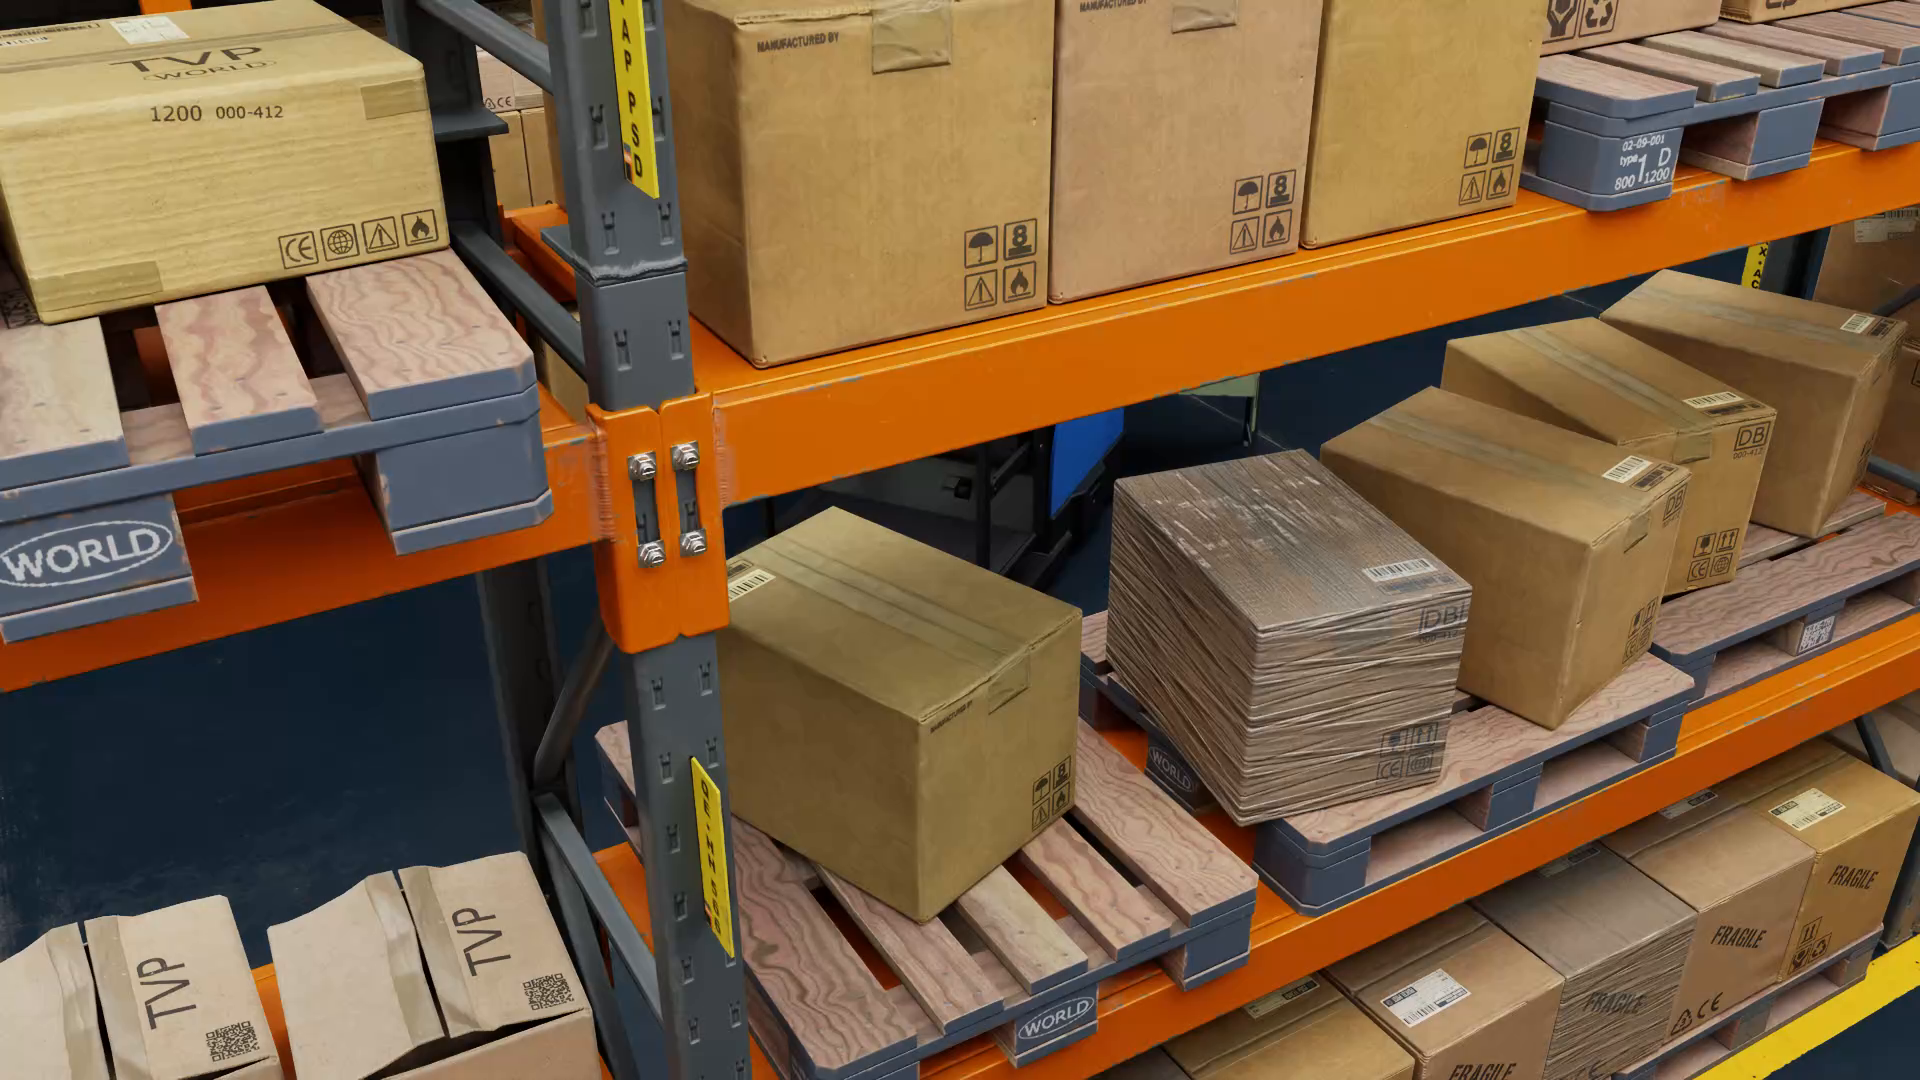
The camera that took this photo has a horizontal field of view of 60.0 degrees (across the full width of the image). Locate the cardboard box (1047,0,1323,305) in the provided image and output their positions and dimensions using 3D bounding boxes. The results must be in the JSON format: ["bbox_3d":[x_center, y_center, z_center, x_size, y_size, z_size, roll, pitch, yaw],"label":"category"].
[{"bbox_3d":[0.135,-0.835,2.951,0.500,0.500,0.910,-16,33,-26],"label":"cardboard box"}]

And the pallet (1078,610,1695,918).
[{"bbox_3d":[1.010,0.374,4.167,1.213,0.211,1.003,-16,33,-26],"label":"pallet"}]

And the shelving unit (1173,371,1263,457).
[{"bbox_3d":[1.110,-1.093,8.178,0.755,1.500,0.431,2,29,3],"label":"shelving unit"}]

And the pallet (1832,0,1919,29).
[{"bbox_3d":[2.187,-1.312,4.113,1.003,0.211,1.213,-16,33,-26],"label":"pallet"}]

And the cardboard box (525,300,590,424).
[{"bbox_3d":[-1.718,-0.875,8.021,0.750,0.750,0.750,-16,33,-27],"label":"cardboard box"}]

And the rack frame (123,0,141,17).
[{"bbox_3d":[-3.177,-1.295,6.992,0.127,3.000,1.000,-16,33,-26],"label":"rack frame"}]

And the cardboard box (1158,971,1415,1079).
[{"bbox_3d":[0.757,1.426,4.193,0.500,0.500,0.500,-16,33,-27],"label":"cardboard box"}]

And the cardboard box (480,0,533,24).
[{"bbox_3d":[-2.025,-2.275,7.559,0.500,0.250,0.500,-17,33,-28],"label":"cardboard box"}]

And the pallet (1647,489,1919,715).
[{"bbox_3d":[2.040,0.023,4.803,1.213,0.211,1.003,-16,33,-26],"label":"pallet"}]

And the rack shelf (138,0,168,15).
[{"bbox_3d":[-4.901,-1.804,5.554,4.000,0.370,1.077,-16,33,-26],"label":"rack shelf"}]

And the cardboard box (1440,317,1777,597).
[{"bbox_3d":[1.702,-0.222,4.509,0.500,0.500,0.700,-11,31,-19],"label":"cardboard box"}]

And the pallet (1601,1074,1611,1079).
[{"bbox_3d":[1.050,1.525,4.768,1.213,0.211,1.003,-16,33,-26],"label":"pallet"}]

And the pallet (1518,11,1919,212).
[{"bbox_3d":[1.294,-1.057,3.651,1.003,0.211,1.213,-16,33,-26],"label":"pallet"}]

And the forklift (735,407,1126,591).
[{"bbox_3d":[-0.253,-1.007,6.542,1.130,2.935,3.031,12,31,21],"label":"forklift"}]

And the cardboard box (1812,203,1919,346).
[{"bbox_3d":[3.090,-0.925,5.183,0.500,0.500,0.500,-16,33,-26],"label":"cardboard box"}]

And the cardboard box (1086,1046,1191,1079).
[{"bbox_3d":[0.322,1.547,3.975,0.500,0.500,0.500,-17,33,-28],"label":"cardboard box"}]

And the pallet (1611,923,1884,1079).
[{"bbox_3d":[2.103,1.224,5.313,1.213,0.211,1.003,-16,33,-26],"label":"pallet"}]

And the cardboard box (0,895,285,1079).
[{"bbox_3d":[-1.533,0.945,3.025,0.500,0.311,0.500,-16,33,-27],"label":"cardboard box"}]

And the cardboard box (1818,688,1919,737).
[{"bbox_3d":[3.132,0.433,5.993,0.500,0.500,0.500,-16,33,-26],"label":"cardboard box"}]

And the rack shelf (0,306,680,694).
[{"bbox_3d":[-2.388,0.259,1.816,4.000,0.370,1.077,-16,33,-26],"label":"rack shelf"}]

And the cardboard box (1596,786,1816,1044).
[{"bbox_3d":[2.074,1.048,4.878,0.500,0.500,0.500,-16,33,-26],"label":"cardboard box"}]

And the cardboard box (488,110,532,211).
[{"bbox_3d":[-2.172,-1.614,7.139,0.500,0.500,0.500,-15,32,-25],"label":"cardboard box"}]

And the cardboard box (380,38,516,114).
[{"bbox_3d":[-2.192,-1.942,6.956,0.500,0.250,0.500,-16,33,-27],"label":"cardboard box"}]

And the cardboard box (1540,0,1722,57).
[{"bbox_3d":[1.165,-1.376,3.393,0.600,0.600,0.600,-17,33,-28],"label":"cardboard box"}]

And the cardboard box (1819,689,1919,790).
[{"bbox_3d":[3.256,0.761,5.595,0.500,0.311,0.500,-16,33,-26],"label":"cardboard box"}]

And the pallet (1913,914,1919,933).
[{"bbox_3d":[3.377,0.842,6.006,1.213,0.211,1.003,-16,33,-26],"label":"pallet"}]

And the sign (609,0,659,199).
[{"bbox_3d":[-0.390,-0.573,1.963,0.005,0.325,0.100,-16,33,-26],"label":"sign"}]

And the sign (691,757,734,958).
[{"bbox_3d":[-0.380,0.491,2.557,0.005,0.325,0.100,-16,33,-26],"label":"sign"}]

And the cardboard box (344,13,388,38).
[{"bbox_3d":[-2.469,-2.150,7.334,0.500,0.250,0.500,-17,33,-28],"label":"cardboard box"}]

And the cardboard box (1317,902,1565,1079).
[{"bbox_3d":[1.204,1.296,4.429,0.500,0.500,0.500,-17,33,-28],"label":"cardboard box"}]

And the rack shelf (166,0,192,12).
[{"bbox_3d":[-1.452,-2.783,7.328,4.000,0.370,1.077,-16,33,-26],"label":"rack shelf"}]

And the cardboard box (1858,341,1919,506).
[{"bbox_3d":[3.086,-0.484,5.420,0.500,0.500,0.500,-15,32,-26],"label":"cardboard box"}]

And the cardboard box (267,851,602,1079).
[{"bbox_3d":[-1.000,0.878,3.148,0.500,0.311,0.500,-14,32,-23],"label":"cardboard box"}]

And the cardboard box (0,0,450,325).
[{"bbox_3d":[-1.027,-0.529,2.221,0.500,0.250,0.500,-19,34,-30],"label":"cardboard box"}]

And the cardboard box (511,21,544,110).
[{"bbox_3d":[-1.763,-2.066,7.180,0.500,0.250,0.500,-16,33,-26],"label":"cardboard box"}]

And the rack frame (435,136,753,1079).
[{"bbox_3d":[-0.664,0.768,3.254,0.127,3.000,1.000,-16,33,-26],"label":"rack frame"}]

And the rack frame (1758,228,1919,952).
[{"bbox_3d":[2.785,-0.211,5.029,0.127,3.000,1.000,-16,33,-26],"label":"rack frame"}]

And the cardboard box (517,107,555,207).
[{"bbox_3d":[-1.744,-1.735,7.358,0.500,0.500,0.500,-16,33,-27],"label":"cardboard box"}]

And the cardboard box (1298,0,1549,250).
[{"bbox_3d":[0.583,-0.962,3.181,0.500,0.500,0.910,-16,33,-26],"label":"cardboard box"}]

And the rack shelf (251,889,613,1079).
[{"bbox_3d":[-2.388,1.572,2.541,4.000,0.370,1.077,-16,33,-26],"label":"rack shelf"}]

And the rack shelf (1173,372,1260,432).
[{"bbox_3d":[1.110,-0.807,8.336,0.720,0.370,0.431,2,29,3],"label":"rack shelf"}]

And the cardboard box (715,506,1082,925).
[{"bbox_3d":[-0.178,0.339,3.493,0.700,0.500,0.500,22,36,34],"label":"cardboard box"}]

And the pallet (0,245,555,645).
[{"bbox_3d":[-1.204,-0.260,2.207,1.003,0.211,1.213,-14,32,-24],"label":"pallet"}]

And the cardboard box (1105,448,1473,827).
[{"bbox_3d":[0.707,0.195,3.755,0.500,0.500,0.700,-10,30,-17],"label":"cardboard box"}]

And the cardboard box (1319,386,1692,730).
[{"bbox_3d":[1.293,0.019,4.073,0.700,0.500,0.500,26,38,38],"label":"cardboard box"}]

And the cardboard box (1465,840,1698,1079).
[{"bbox_3d":[1.641,1.171,4.656,0.500,0.500,0.500,-15,32,-26],"label":"cardboard box"}]

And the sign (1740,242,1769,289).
[{"bbox_3d":[2.503,-0.815,5.226,0.005,0.325,0.100,-16,33,-26],"label":"sign"}]

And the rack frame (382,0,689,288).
[{"bbox_3d":[-0.664,-1.859,1.805,0.127,3.000,1.000,-16,33,-26],"label":"rack frame"}]

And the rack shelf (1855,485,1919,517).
[{"bbox_3d":[4.509,-0.386,6.090,4.000,0.370,1.077,-16,33,-26],"label":"rack shelf"}]

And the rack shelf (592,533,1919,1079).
[{"bbox_3d":[1.060,0.593,4.315,4.000,0.370,1.077,-16,33,-26],"label":"rack shelf"}]

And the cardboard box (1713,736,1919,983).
[{"bbox_3d":[2.504,0.931,5.091,0.500,0.500,0.500,-16,33,-27],"label":"cardboard box"}]

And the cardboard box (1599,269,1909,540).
[{"bbox_3d":[2.263,-0.416,4.862,0.700,0.500,0.500,22,36,34],"label":"cardboard box"}]

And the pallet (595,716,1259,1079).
[{"bbox_3d":[-0.115,0.657,3.654,1.003,0.211,1.213,-16,33,-26],"label":"pallet"}]

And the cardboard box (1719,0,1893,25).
[{"bbox_3d":[1.748,-1.530,3.673,0.600,0.600,0.600,-16,33,-27],"label":"cardboard box"}]

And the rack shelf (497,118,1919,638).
[{"bbox_3d":[1.060,-0.720,3.591,4.000,0.370,1.077,-16,33,-26],"label":"rack shelf"}]

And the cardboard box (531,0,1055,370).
[{"bbox_3d":[-0.305,-0.710,2.724,0.500,0.500,0.910,-16,33,-26],"label":"cardboard box"}]

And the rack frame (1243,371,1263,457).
[{"bbox_3d":[1.475,-1.081,8.157,0.023,1.500,0.400,2,29,3],"label":"rack frame"}]
